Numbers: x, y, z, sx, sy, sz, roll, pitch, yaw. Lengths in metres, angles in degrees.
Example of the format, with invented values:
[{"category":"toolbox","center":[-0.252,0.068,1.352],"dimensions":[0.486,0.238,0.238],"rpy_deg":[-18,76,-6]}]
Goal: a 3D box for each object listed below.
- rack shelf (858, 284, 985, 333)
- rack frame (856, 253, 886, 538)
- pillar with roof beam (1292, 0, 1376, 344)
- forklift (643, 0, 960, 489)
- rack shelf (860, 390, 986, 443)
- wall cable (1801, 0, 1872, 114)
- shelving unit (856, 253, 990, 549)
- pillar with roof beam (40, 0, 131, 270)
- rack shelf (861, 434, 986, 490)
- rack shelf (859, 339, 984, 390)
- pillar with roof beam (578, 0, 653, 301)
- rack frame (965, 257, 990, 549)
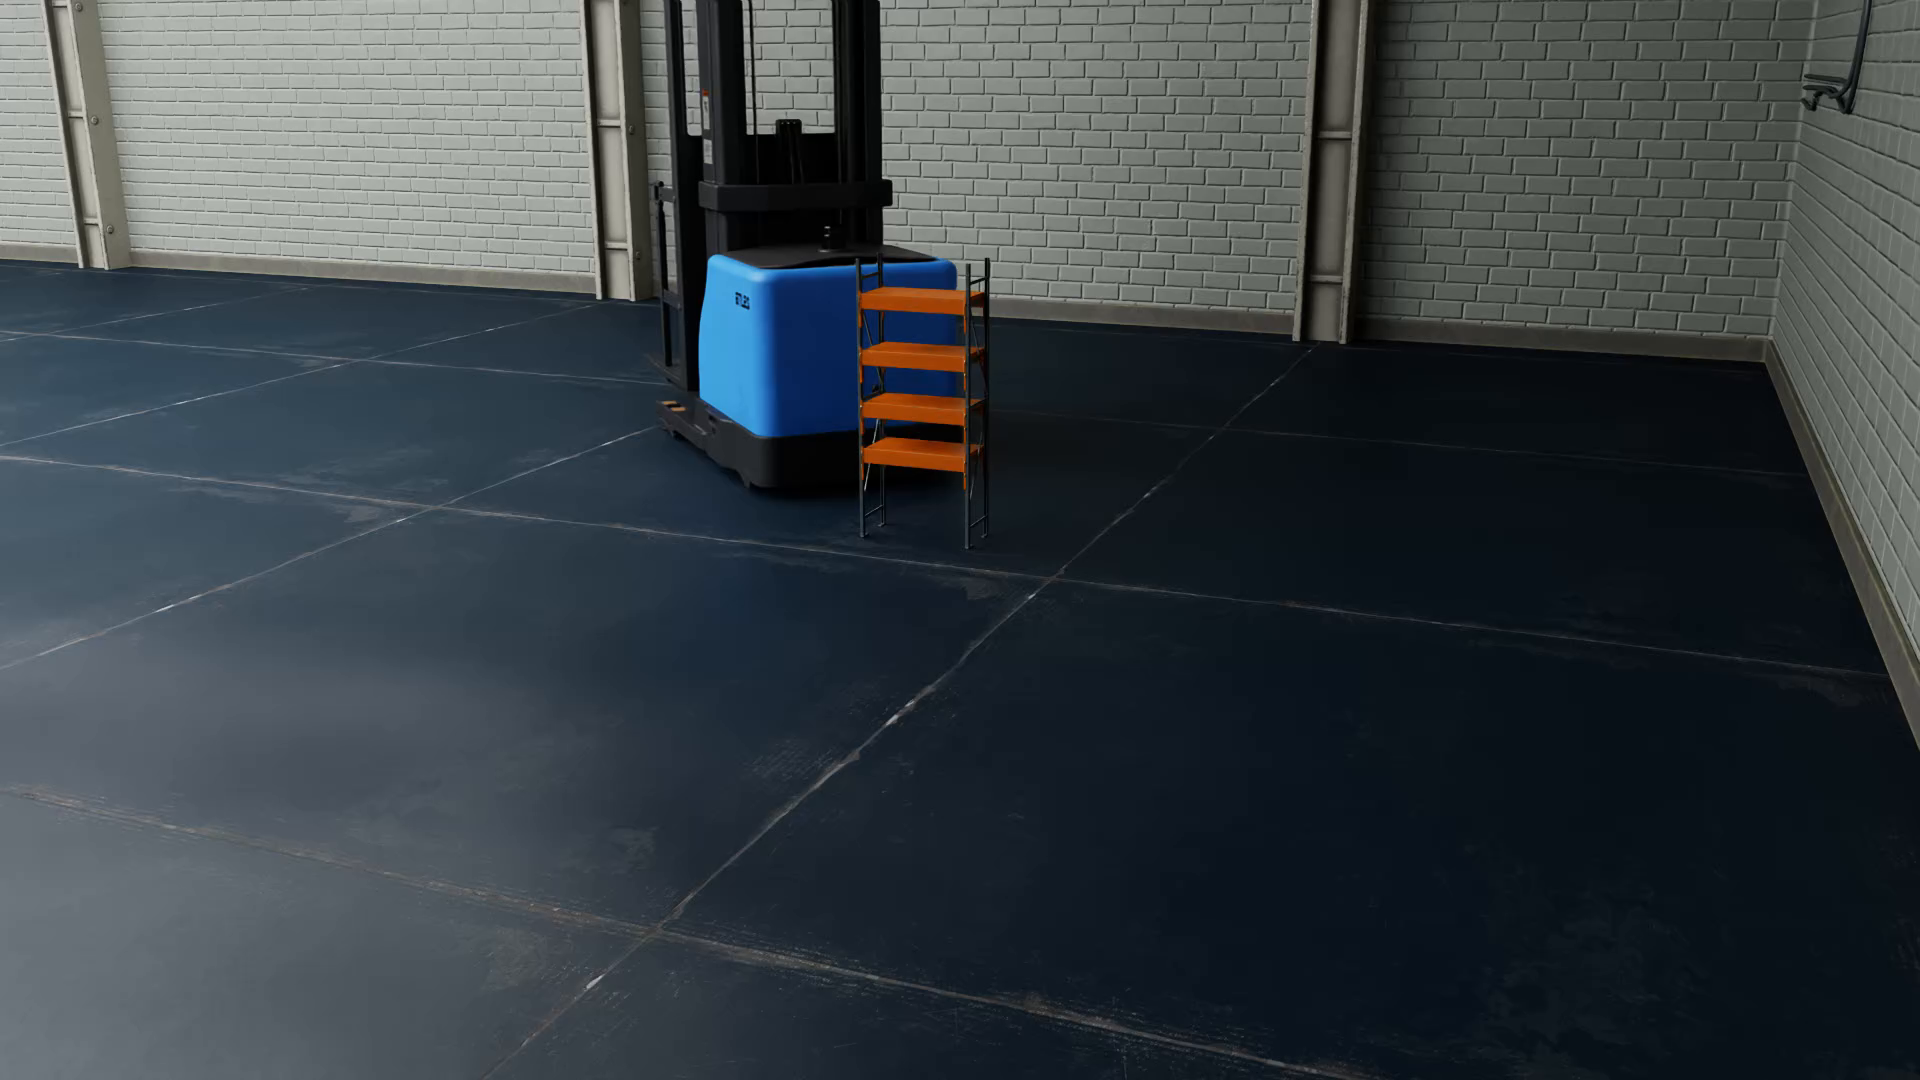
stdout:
[{"category":"rack shelf","center":[-0.154,-0.971,6.955],"dimensions":[0.480,0.148,0.258],"rpy_deg":[6,17,21]},{"category":"rack frame","center":[-0.381,-0.618,7.151],"dimensions":[0.015,1.200,0.240],"rpy_deg":[6,17,21]},{"category":"pillar with roof beam","center":[1.105,-4.690,7.189],"dimensions":[0.400,9.000,9.100],"rpy_deg":[6,17,21]},{"category":"forklift","center":[-1.058,-2.015,8.858],"dimensions":[1.130,2.935,3.031],"rpy_deg":[-7,18,-23]},{"category":"rack shelf","center":[-0.154,-0.529,7.083],"dimensions":[0.480,0.148,0.258],"rpy_deg":[6,17,21]},{"category":"wall cable","center":[4.939,-3.671,9.249],"dimensions":[0.112,2.526,3.097],"rpy_deg":[6,17,21]},{"category":"shelving unit","center":[-0.154,-0.593,7.065],"dimensions":[0.503,1.200,0.258],"rpy_deg":[6,17,21]},{"category":"pillar with roof beam","center":[-10.059,-5.918,11.418],"dimensions":[0.400,9.000,9.100],"rpy_deg":[6,17,21]},{"category":"rack shelf","center":[-0.154,-0.338,7.139],"dimensions":[0.480,0.148,0.258],"rpy_deg":[6,17,21]},{"category":"rack shelf","center":[-0.154,-0.743,7.021],"dimensions":[0.480,0.148,0.258],"rpy_deg":[6,17,21]},{"category":"pillar with roof beam","center":[-4.477,-5.304,9.304],"dimensions":[0.400,9.000,9.100],"rpy_deg":[6,17,21]},{"category":"rack frame","center":[0.073,-0.568,6.979],"dimensions":[0.015,1.200,0.240],"rpy_deg":[6,17,21]}]
